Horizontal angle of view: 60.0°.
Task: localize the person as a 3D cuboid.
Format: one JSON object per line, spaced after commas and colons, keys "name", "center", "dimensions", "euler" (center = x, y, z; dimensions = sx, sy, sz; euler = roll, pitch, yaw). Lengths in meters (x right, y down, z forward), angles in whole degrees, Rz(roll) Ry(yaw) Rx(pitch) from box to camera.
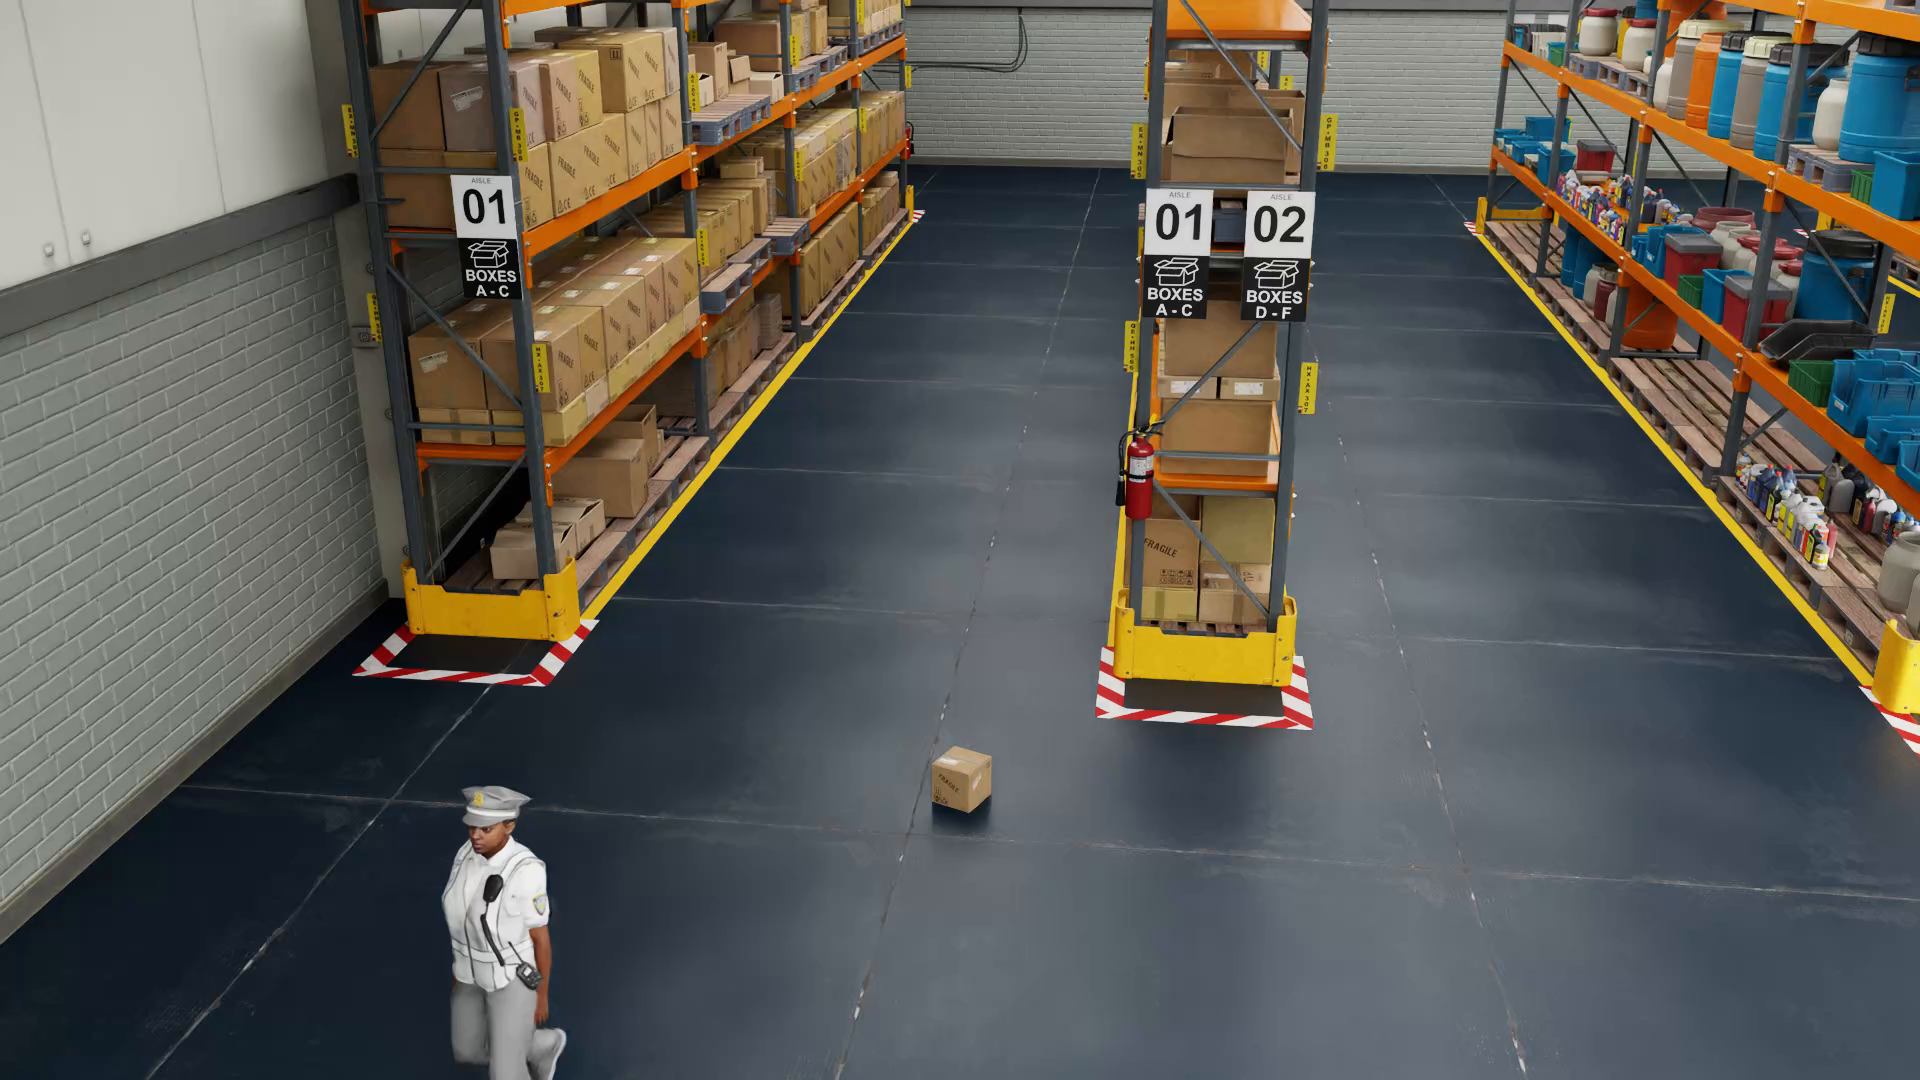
{"name": "person", "center": [-1.798, 1.708, 6.608], "dimensions": [0.451, 1.678, 0.667], "euler": [13, 25, 30]}
